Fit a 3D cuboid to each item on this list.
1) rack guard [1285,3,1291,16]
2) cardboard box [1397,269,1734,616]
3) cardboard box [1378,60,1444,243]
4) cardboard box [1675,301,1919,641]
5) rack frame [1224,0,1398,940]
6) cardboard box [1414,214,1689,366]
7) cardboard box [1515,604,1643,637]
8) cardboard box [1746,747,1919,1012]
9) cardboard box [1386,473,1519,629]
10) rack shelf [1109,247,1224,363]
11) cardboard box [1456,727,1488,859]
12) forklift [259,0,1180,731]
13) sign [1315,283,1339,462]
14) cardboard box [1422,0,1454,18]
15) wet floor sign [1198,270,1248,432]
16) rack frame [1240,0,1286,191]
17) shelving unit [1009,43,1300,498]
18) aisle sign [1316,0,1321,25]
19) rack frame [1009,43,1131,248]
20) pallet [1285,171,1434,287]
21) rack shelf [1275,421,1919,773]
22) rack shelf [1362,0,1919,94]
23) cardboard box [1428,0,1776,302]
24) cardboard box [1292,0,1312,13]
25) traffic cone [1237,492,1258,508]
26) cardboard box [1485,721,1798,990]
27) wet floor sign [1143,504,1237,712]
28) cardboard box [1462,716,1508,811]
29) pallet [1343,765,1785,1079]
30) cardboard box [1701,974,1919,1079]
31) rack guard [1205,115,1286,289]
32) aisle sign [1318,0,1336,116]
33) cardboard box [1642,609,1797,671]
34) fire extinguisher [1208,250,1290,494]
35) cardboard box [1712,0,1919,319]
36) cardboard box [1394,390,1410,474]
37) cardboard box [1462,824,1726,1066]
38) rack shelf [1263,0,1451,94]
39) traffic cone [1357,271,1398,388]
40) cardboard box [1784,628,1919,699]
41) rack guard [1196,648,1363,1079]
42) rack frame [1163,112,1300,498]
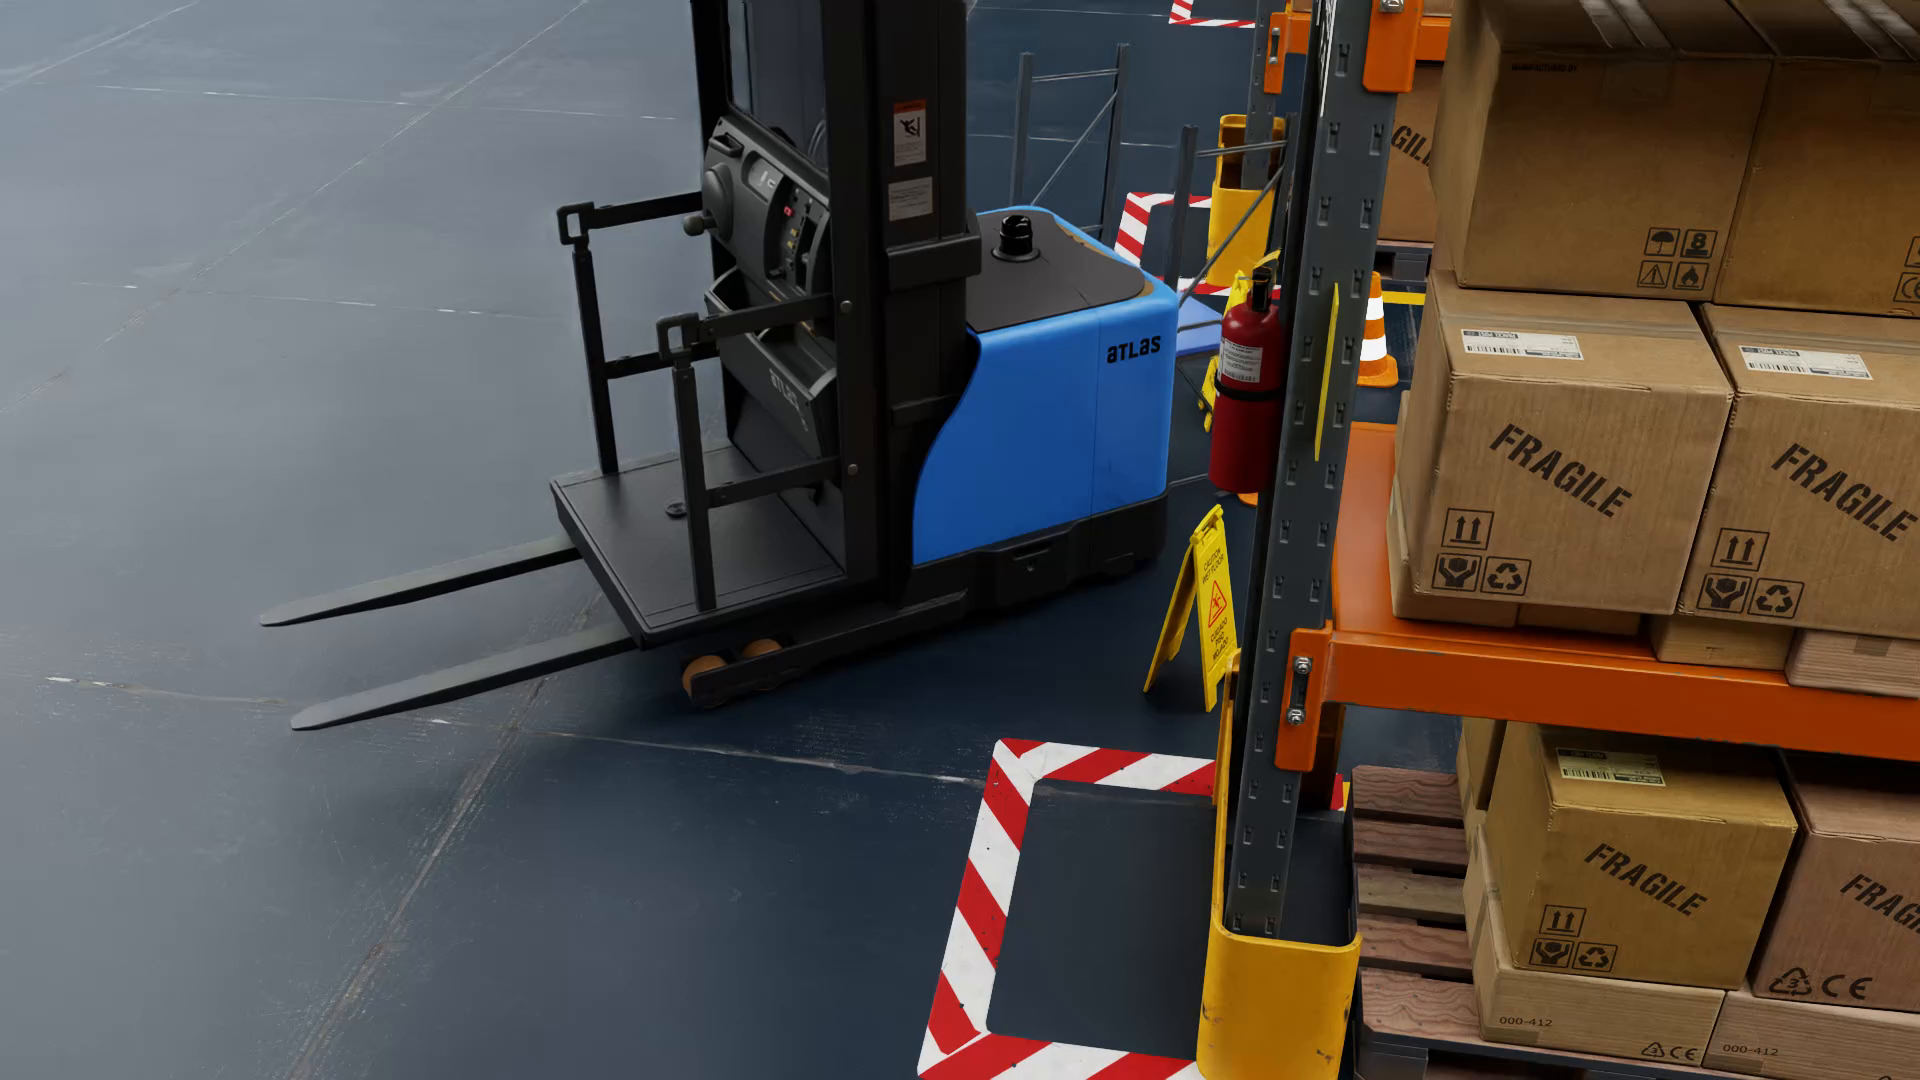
[{"bbox_3d":[2.517,-4.345,12.720,0.348,0.500,1.175,5,32,8],"label":"rack guard"},{"bbox_3d":[1.195,-0.209,3.382,0.500,0.500,0.500,5,32,7],"label":"cardboard box"},{"bbox_3d":[2.188,-2.077,8.348,0.875,0.875,0.875,5,32,8],"label":"cardboard box"},{"bbox_3d":[1.706,-0.165,3.311,0.500,0.500,0.500,6,33,10],"label":"cardboard box"},{"bbox_3d":[0.775,-0.228,3.787,0.127,3.000,1.000,5,32,8],"label":"rack frame"},{"bbox_3d":[1.356,-0.492,3.835,0.500,0.500,0.500,5,32,7],"label":"cardboard box"},{"bbox_3d":[1.326,0.032,3.608,0.250,0.149,0.380,6,32,9],"label":"cardboard box"},{"bbox_3d":[2.063,0.704,3.786,0.500,0.500,0.500,4,32,6],"label":"cardboard box"},{"bbox_3d":[1.075,0.017,3.632,0.250,0.149,0.380,5,32,8],"label":"cardboard box"},{"bbox_3d":[0.657,-0.866,6.526,0.538,0.185,1.000,-14,34,-28],"label":"rack shelf"},{"bbox_3d":[1.641,0.693,4.511,0.500,0.250,0.500,5,32,8],"label":"cardboard box"},{"bbox_3d":[-0.794,-1.021,5.118,3.031,2.935,1.130,-16,35,-23],"label":"forklift"},{"bbox_3d":[0.684,-0.311,3.104,0.005,0.325,0.100,5,32,8],"label":"sign"},{"bbox_3d":[2.427,-2.842,7.823,0.550,0.550,0.875,5,32,8],"label":"cardboard box"},{"bbox_3d":[1.147,-0.795,6.912,0.232,0.644,0.267,0,32,0],"label":"wet floor sign"},{"bbox_3d":[1.508,-2.826,7.938,0.127,3.000,1.000,5,32,8],"label":"rack frame"},{"bbox_3d":[0.667,-1.022,6.437,0.538,1.500,1.048,-14,34,-28],"label":"shelving unit"},{"bbox_3d":[0.763,-1.487,3.349,0.004,0.787,0.394,5,32,8],"label":"aisle sign"},{"bbox_3d":[0.407,-1.252,6.807,0.500,1.500,0.032,-14,34,-28],"label":"rack frame"},{"bbox_3d":[2.310,-1.613,8.629,1.213,0.211,1.003,5,32,8],"label":"pallet"},{"bbox_3d":[2.747,0.255,3.693,4.000,0.370,1.077,5,32,8],"label":"rack shelf"},{"bbox_3d":[2.747,-1.016,2.897,4.000,0.370,1.077,5,32,8],"label":"rack shelf"},{"bbox_3d":[1.315,-0.889,3.526,0.500,0.500,0.700,4,32,7],"label":"cardboard box"},{"bbox_3d":[1.882,-2.880,7.883,0.550,0.550,0.875,5,32,8],"label":"cardboard box"},{"bbox_3d":[1.268,-0.400,6.453,0.334,0.463,0.336,5,32,8],"label":"traffic cone"},{"bbox_3d":[1.547,0.660,3.857,0.500,0.500,0.500,4,32,7],"label":"cardboard box"},{"bbox_3d":[0.768,0.193,5.333,0.232,0.644,0.267,17,36,25],"label":"wet floor sign"},{"bbox_3d":[1.609,0.377,4.310,0.500,0.500,0.500,5,32,9],"label":"cardboard box"},{"bbox_3d":[1.645,1.052,4.371,1.213,0.211,1.003,5,32,8],"label":"pallet"},{"bbox_3d":[2.026,1.026,3.980,0.500,0.250,0.500,6,33,10],"label":"cardboard box"},{"bbox_3d":[1.485,-1.769,8.604,0.348,0.500,1.175,5,32,8],"label":"rack guard"},{"bbox_3d":[0.662,-1.173,2.847,0.004,0.787,0.394,5,32,8],"label":"aisle sign"},{"bbox_3d":[1.574,0.098,3.503,0.250,0.149,0.380,4,32,7],"label":"cardboard box"},{"bbox_3d":[0.740,-0.447,4.209,0.183,0.674,0.296,5,32,8],"label":"fire extinguisher"},{"bbox_3d":[1.813,-0.840,3.448,0.500,0.500,0.700,5,32,9],"label":"cardboard box"},{"bbox_3d":[1.180,-0.200,3.979,0.250,0.149,0.380,6,33,10],"label":"cardboard box"},{"bbox_3d":[1.524,0.976,4.059,0.500,0.250,0.500,5,32,8],"label":"cardboard box"},{"bbox_3d":[3.480,-2.343,7.843,4.000,0.370,1.077,5,32,8],"label":"rack shelf"},{"bbox_3d":[1.793,-0.961,7.348,0.334,0.463,0.336,5,32,8],"label":"traffic cone"},{"bbox_3d":[1.817,0.145,3.428,0.250,0.149,0.380,6,32,9],"label":"cardboard box"},{"bbox_3d":[0.850,0.838,4.440,0.348,0.500,1.175,5,32,8],"label":"rack guard"},{"bbox_3d":[0.928,-0.791,6.066,0.500,1.500,0.032,-14,34,-28],"label":"rack frame"}]
